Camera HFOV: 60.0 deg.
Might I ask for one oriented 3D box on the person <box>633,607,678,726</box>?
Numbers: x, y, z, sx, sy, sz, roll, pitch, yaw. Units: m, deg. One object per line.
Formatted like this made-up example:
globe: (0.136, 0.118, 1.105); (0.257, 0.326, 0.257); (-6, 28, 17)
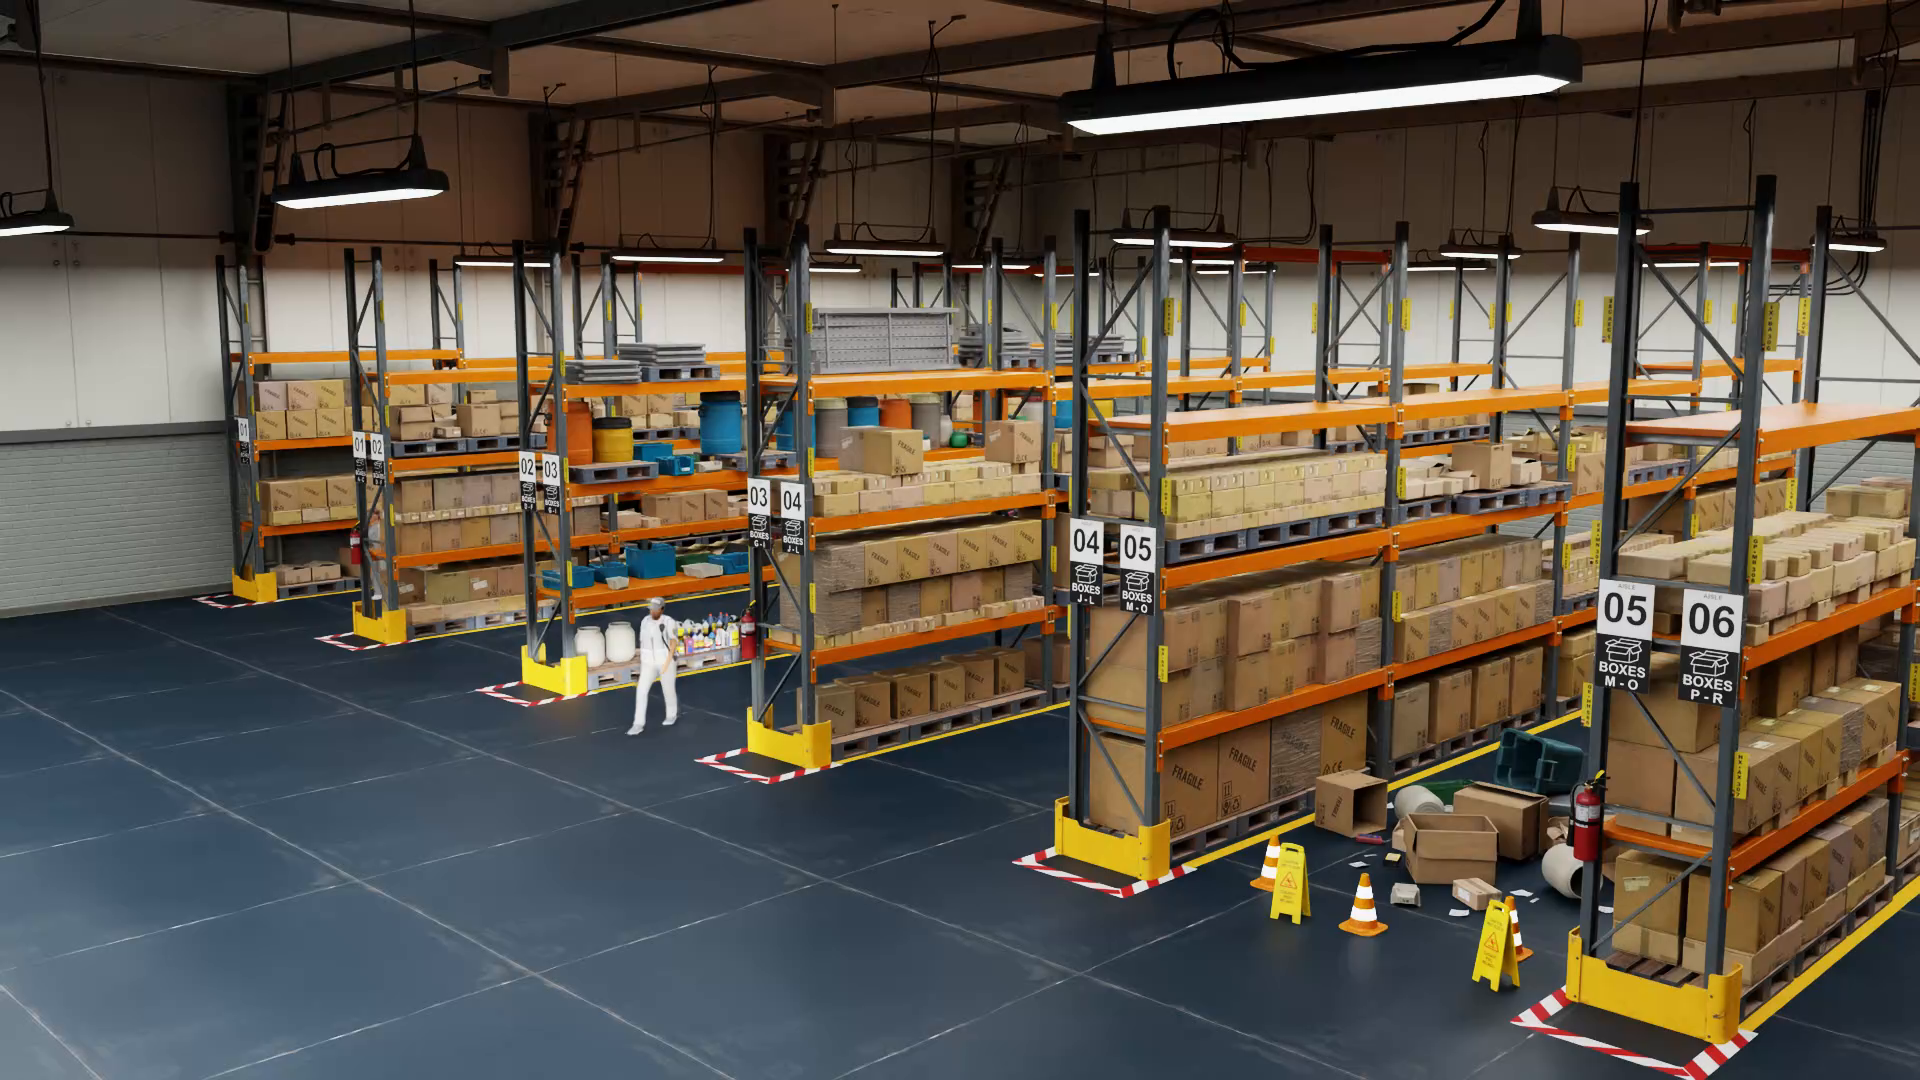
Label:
person: (-3.678, 1.469, 20.231); (0.493, 1.553, 0.715); (1, 8, 5)

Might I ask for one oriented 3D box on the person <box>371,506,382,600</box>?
person: (-10.132, 0.216, 29.287); (0.534, 1.657, 0.603); (7, 11, 42)
